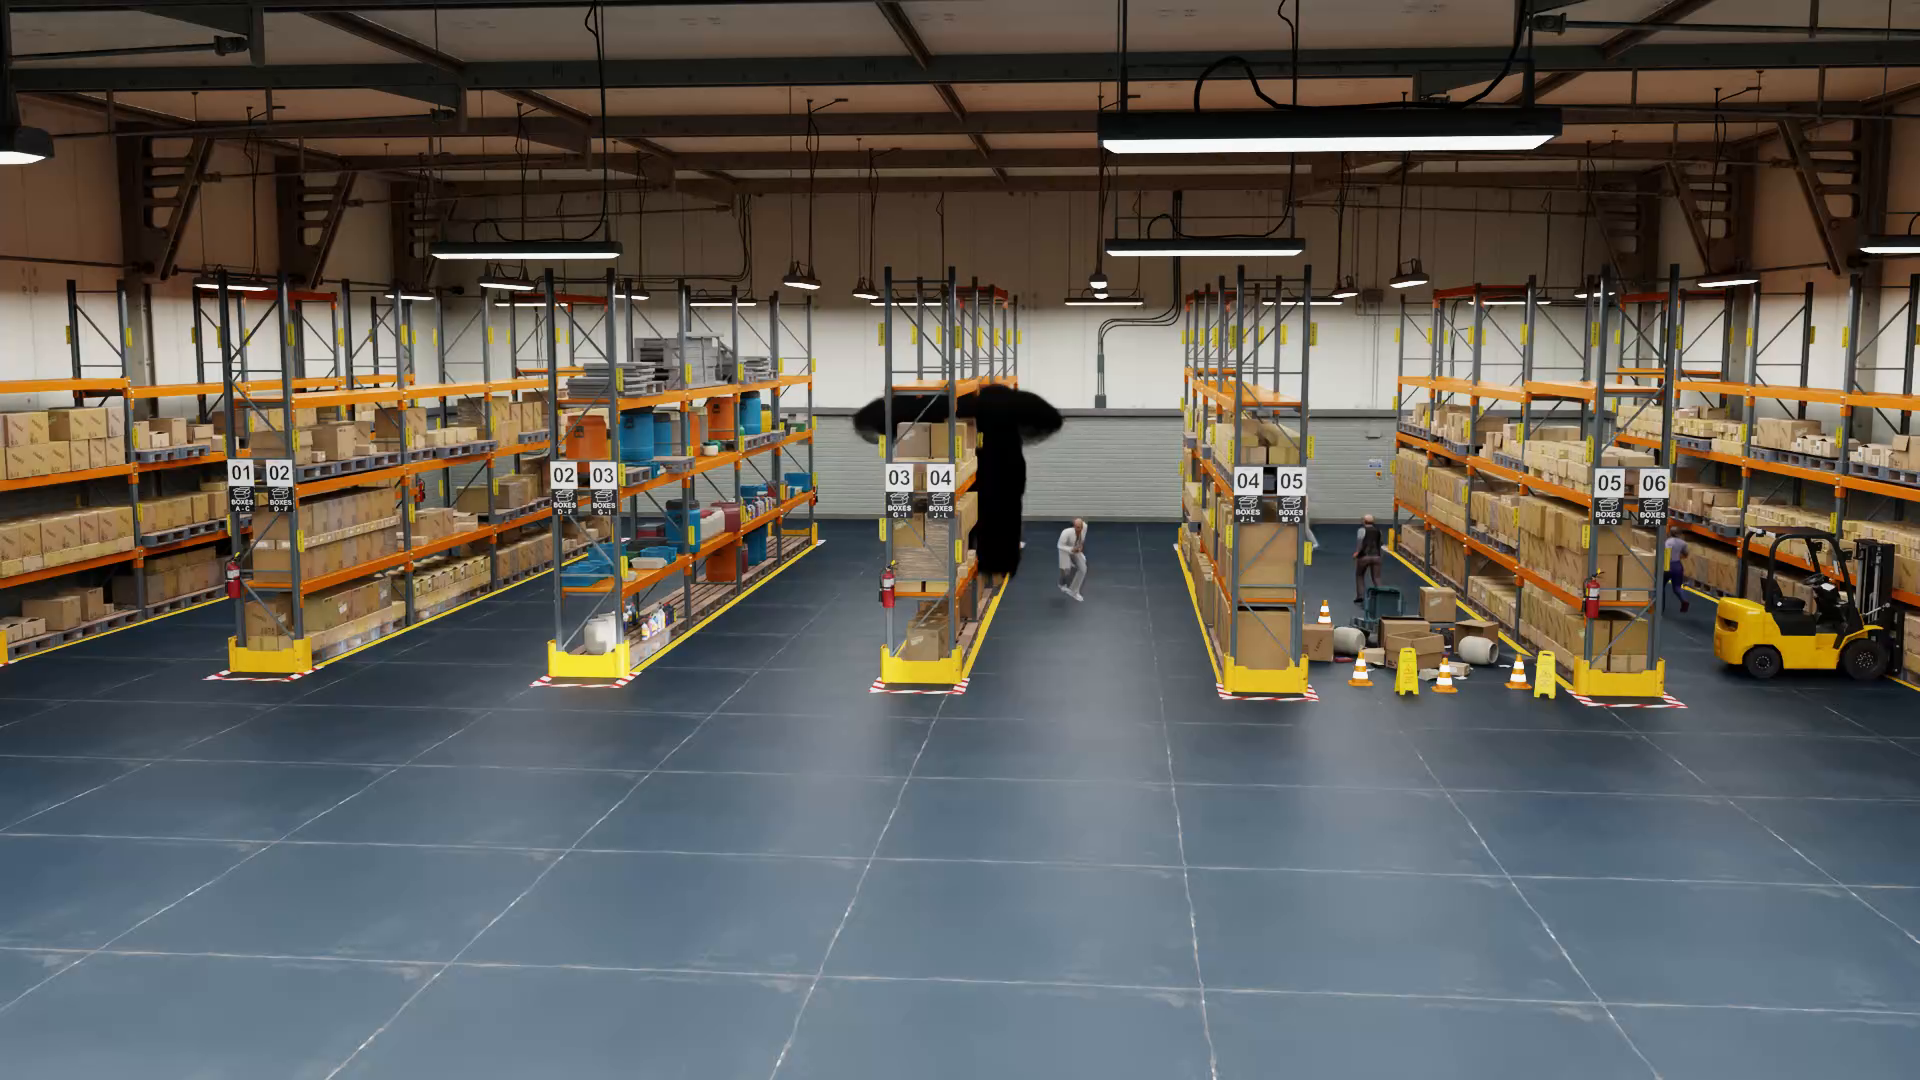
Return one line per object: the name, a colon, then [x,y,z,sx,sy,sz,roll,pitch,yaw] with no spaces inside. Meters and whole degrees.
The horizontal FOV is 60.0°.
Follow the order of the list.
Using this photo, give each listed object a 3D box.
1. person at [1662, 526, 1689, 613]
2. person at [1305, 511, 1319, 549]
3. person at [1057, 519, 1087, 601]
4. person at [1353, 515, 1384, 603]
person: [12.861,0.551,30.027,0.605,1.614,0.861,-1,7,-4]
person: [8.005,-0.547,39.008,0.946,1.660,0.566,7,10,44]
person: [2.023,0.323,31.046,0.711,1.551,1.208,-3,8,-23]
person: [7.666,0.390,31.110,0.651,1.694,0.977,-1,7,-6]
